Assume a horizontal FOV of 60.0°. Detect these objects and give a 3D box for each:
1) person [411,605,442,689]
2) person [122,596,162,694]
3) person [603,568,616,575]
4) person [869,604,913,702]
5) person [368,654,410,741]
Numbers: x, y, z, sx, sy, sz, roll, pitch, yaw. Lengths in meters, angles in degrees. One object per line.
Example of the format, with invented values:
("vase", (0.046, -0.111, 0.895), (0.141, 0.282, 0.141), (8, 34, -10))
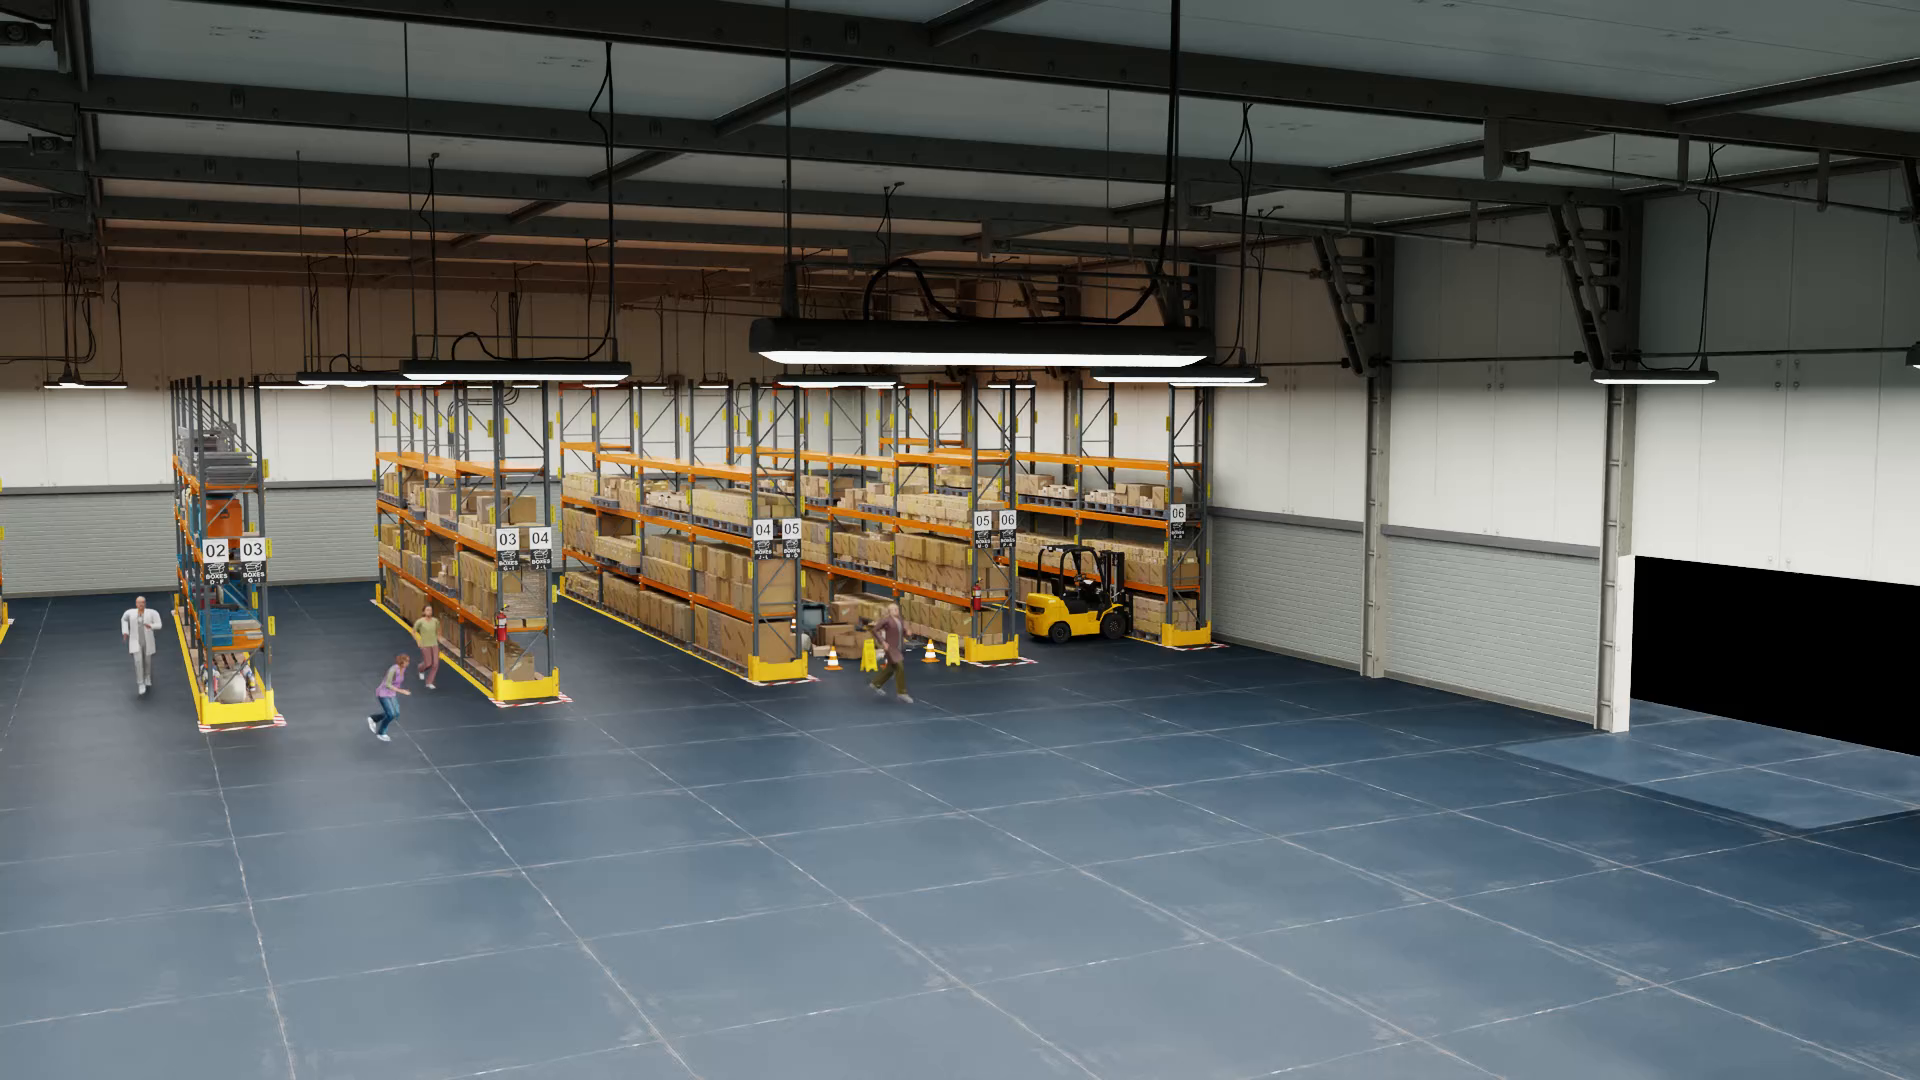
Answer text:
("person", (-10.309, 2.054, 32.230), (0.581, 1.626, 0.565), (-4, 7, -39))
("person", (-15.671, 1.977, 31.888), (0.680, 1.812, 1.001), (-3, 6, -28))
("person", (-10.284, 0.574, 48.695), (0.642, 1.591, 0.575), (1, 5, 16))
("person", (-1.257, 2.078, 30.978), (0.975, 1.816, 0.679), (3, 6, 27))
("person", (-9.381, 2.583, 27.406), (0.784, 1.453, 0.551), (1, 5, 9))
